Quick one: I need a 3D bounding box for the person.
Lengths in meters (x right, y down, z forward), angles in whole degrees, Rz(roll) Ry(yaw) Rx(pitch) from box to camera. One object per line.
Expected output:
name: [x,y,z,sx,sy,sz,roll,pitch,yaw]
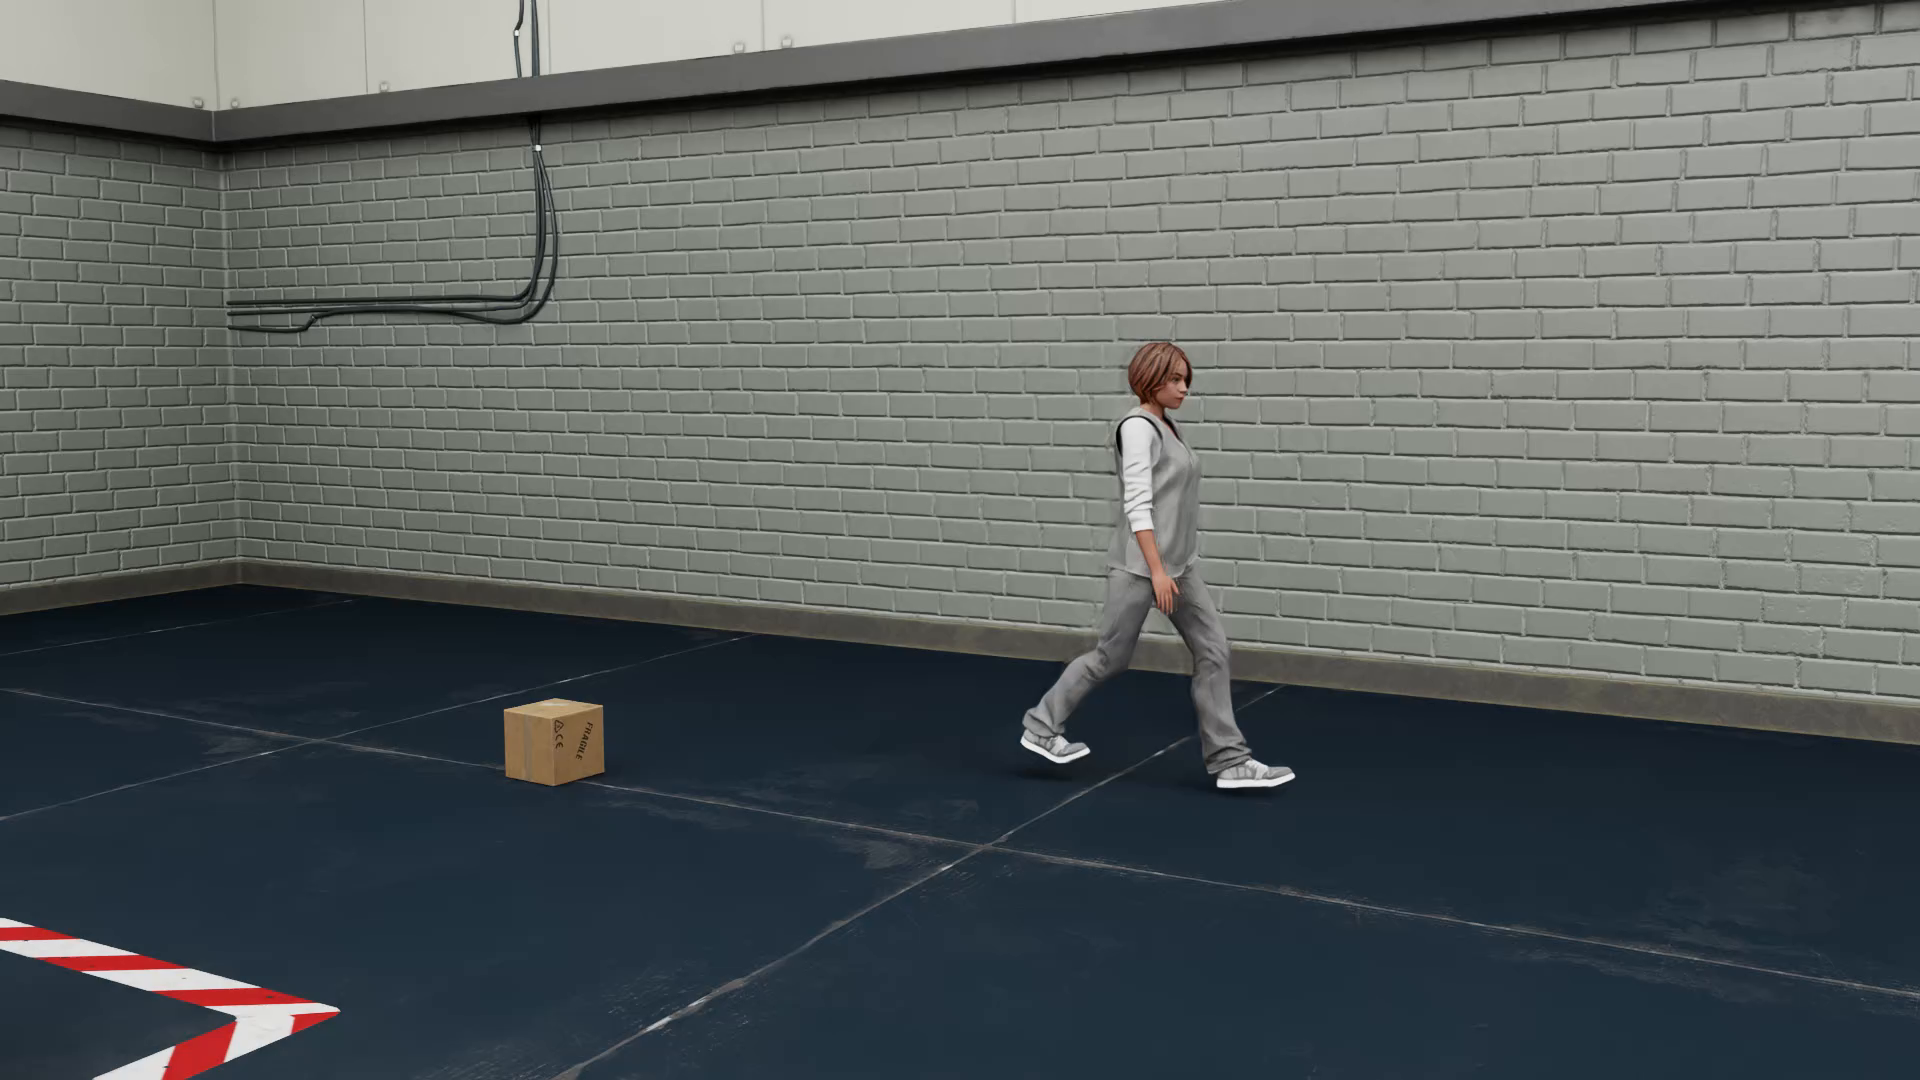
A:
person: [0.663,0.089,5.755,0.974,1.539,0.458,4,7,30]
